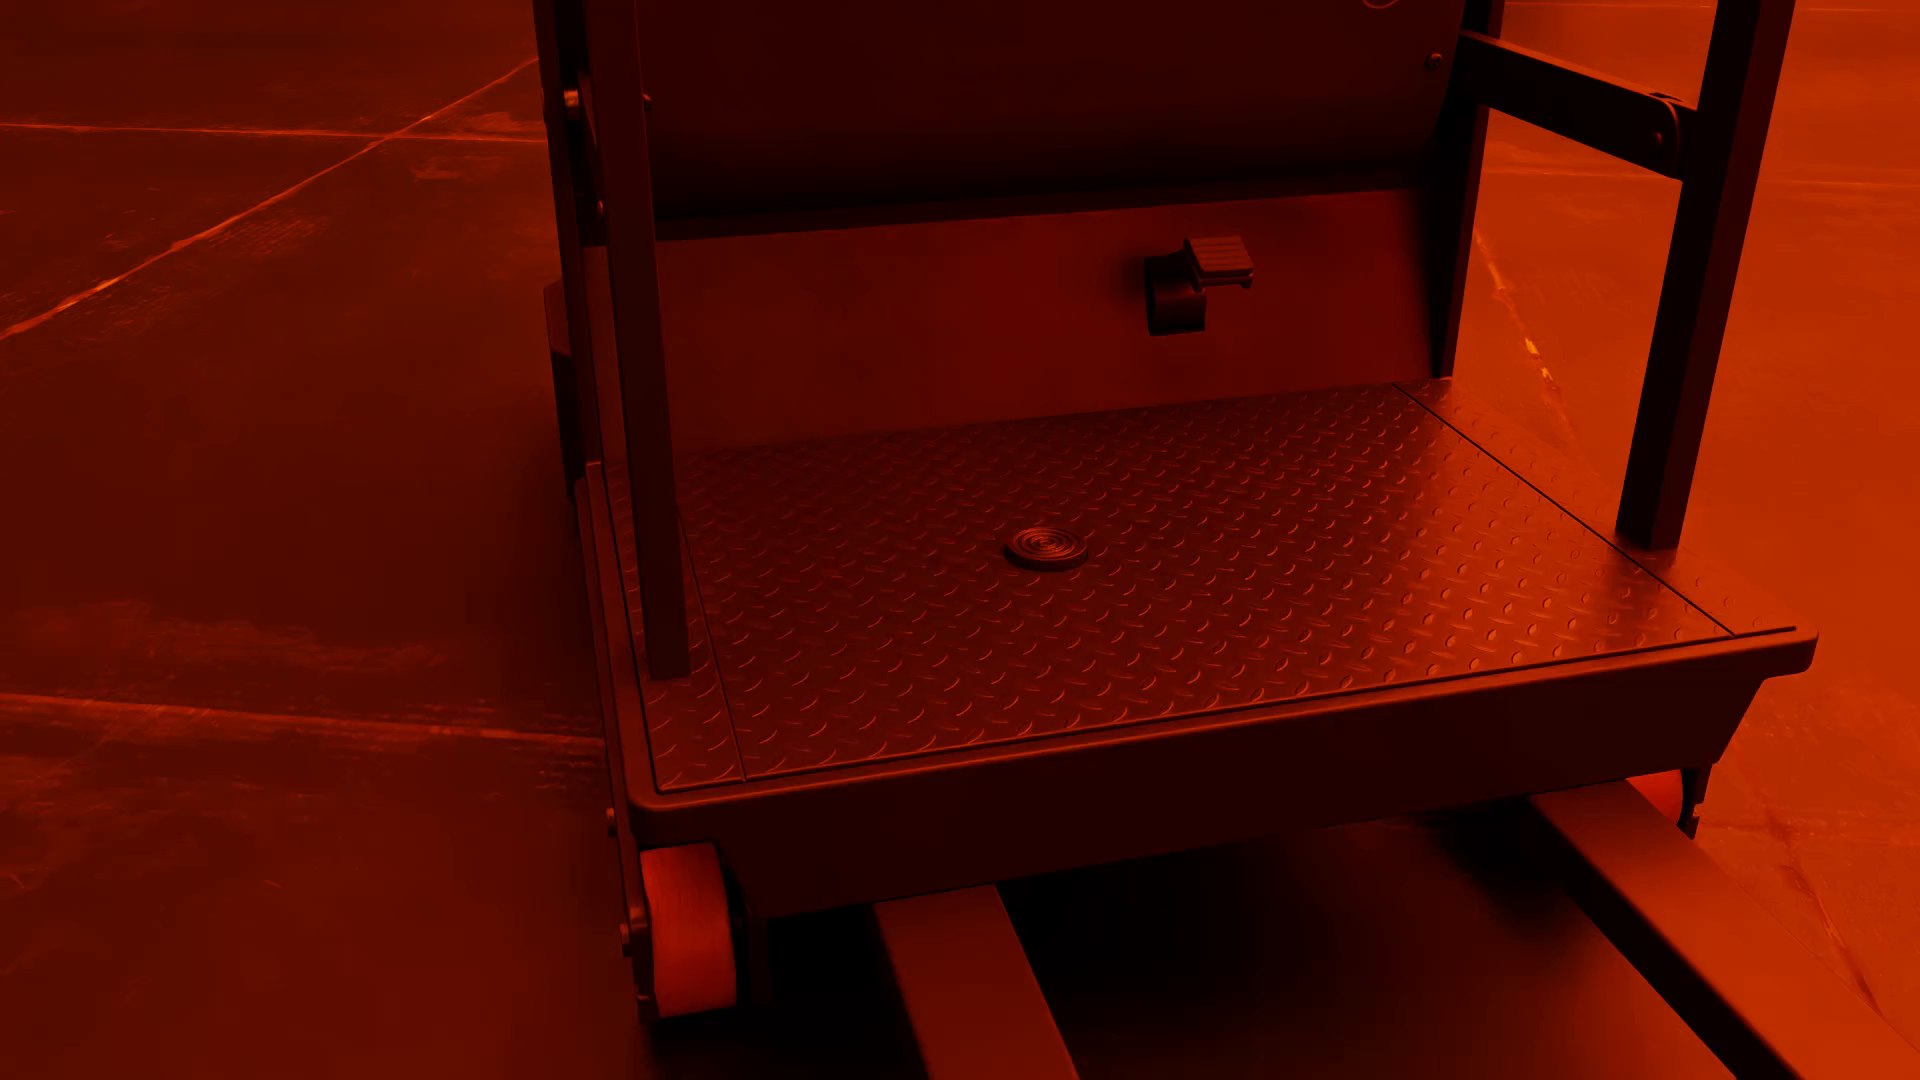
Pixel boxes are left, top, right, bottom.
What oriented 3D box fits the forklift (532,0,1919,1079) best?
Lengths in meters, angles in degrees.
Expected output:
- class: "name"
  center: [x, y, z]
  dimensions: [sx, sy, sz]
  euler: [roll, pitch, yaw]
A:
- class: "forklift"
  center: [0.153, -1.049, 1.319]
  dimensions: [1.130, 2.935, 3.031]
  euler: [-7, 27, -13]
